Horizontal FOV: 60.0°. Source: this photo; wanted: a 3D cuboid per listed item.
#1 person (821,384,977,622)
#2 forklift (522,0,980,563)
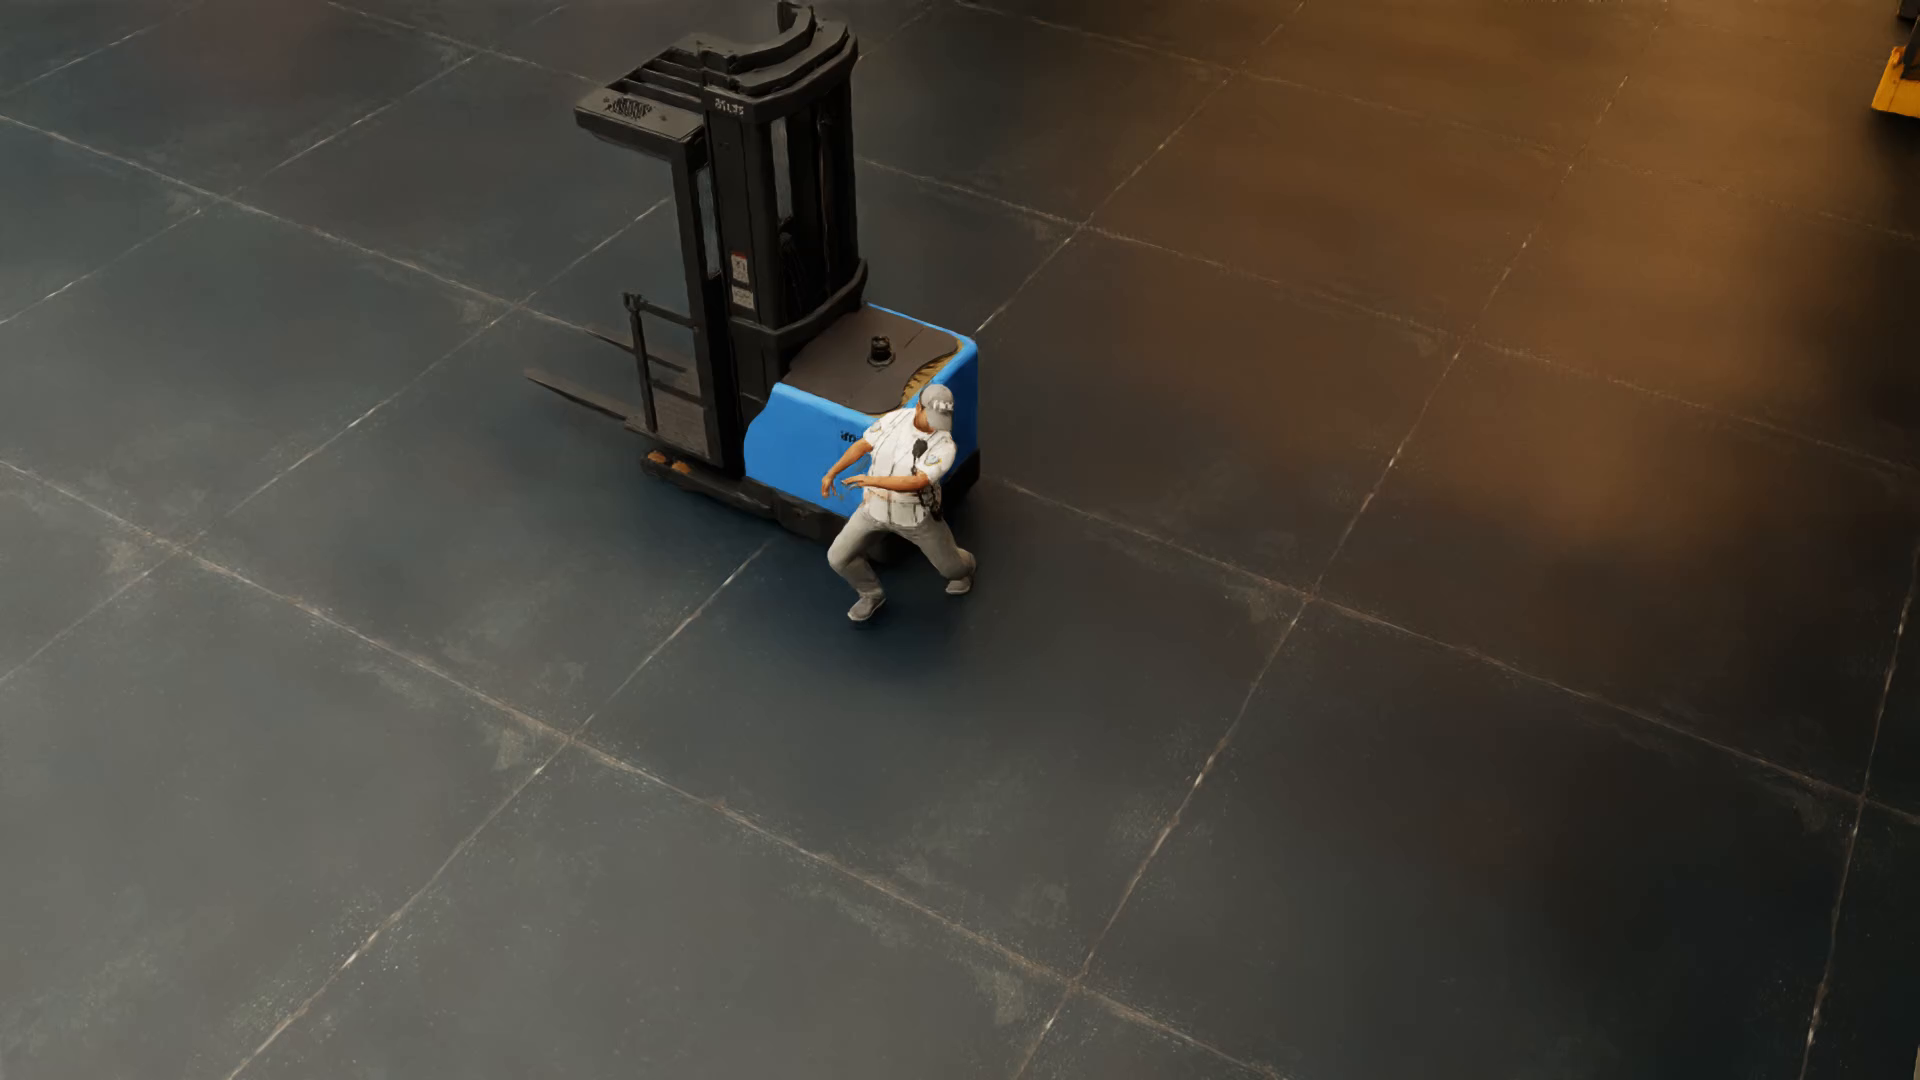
[{"bbox_3d":[-0.364,-0.201,9.088,0.819,1.475,0.805,13,43,14],"label":"person"},{"bbox_3d":[-1.407,-1.695,9.704,3.031,2.935,1.130,22,46,23],"label":"forklift"}]
